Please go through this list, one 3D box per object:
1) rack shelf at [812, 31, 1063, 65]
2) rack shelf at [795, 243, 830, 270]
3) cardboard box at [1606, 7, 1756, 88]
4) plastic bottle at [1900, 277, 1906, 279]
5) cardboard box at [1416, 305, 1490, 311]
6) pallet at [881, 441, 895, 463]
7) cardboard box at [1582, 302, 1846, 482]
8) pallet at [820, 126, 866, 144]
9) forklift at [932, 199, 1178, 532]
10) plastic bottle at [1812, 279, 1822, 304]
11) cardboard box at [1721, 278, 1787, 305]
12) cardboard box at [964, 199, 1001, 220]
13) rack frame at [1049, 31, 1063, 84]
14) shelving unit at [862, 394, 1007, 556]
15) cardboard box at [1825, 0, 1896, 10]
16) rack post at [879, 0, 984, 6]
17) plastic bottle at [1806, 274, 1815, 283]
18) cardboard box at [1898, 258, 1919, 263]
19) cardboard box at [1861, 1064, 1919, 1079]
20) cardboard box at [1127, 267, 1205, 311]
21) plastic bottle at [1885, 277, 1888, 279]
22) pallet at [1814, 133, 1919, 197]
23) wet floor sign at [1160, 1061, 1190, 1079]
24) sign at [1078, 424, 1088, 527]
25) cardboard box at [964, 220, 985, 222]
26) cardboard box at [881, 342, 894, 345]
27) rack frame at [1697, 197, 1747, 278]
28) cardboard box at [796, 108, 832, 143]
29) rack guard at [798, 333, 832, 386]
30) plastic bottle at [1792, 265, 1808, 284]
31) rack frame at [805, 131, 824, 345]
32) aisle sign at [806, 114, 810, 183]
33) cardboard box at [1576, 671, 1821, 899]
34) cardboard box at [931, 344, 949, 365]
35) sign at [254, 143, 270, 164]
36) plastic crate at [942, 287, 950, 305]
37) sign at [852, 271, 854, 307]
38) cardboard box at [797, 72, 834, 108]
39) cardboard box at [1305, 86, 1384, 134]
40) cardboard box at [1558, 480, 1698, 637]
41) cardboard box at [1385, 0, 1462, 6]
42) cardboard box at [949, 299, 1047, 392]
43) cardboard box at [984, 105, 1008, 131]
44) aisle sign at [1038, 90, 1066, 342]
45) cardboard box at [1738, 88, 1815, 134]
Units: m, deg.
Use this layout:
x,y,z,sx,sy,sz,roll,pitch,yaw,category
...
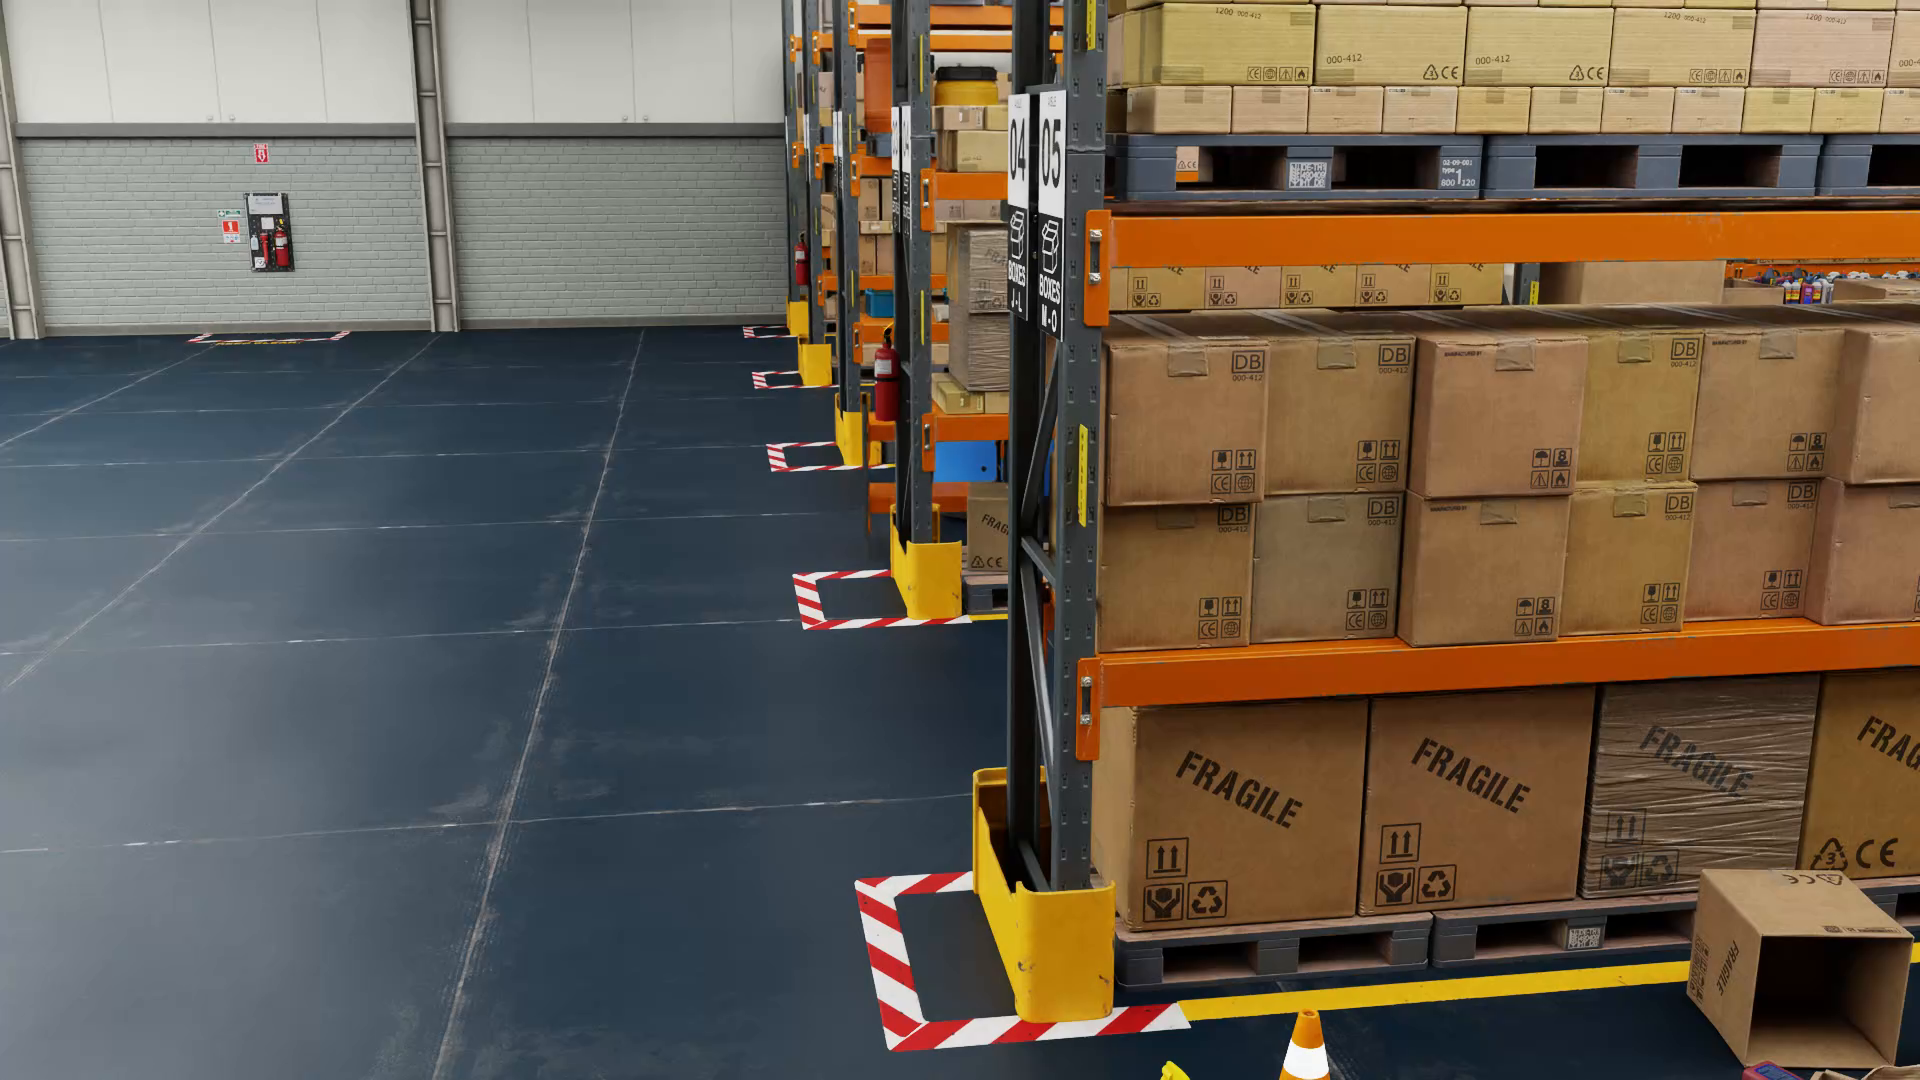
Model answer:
x,y,z,sx,sy,sz,roll,pitch,yaw,category
0.192,-5.906,20.073,4.000,0.370,1.077,-2,14,-8,rack shelf
-0.549,-4.381,25.505,4.000,0.370,1.077,-2,14,-8,rack shelf
2.338,-1.676,5.701,0.500,0.250,0.500,-2,14,-9,cardboard box
9.614,-2.526,16.883,0.135,0.276,0.152,-2,14,-8,plastic bottle
3.188,-1.420,11.400,0.500,0.500,0.875,-2,14,-8,cardboard box
-0.179,-0.965,16.134,1.213,0.211,1.003,-2,14,-8,pallet
2.830,-0.589,6.375,0.550,0.550,0.875,-2,14,-8,cardboard box
-1.082,-4.898,20.101,1.213,0.211,1.003,-2,14,-8,pallet
1.085,-1.782,13.801,1.130,2.935,3.031,11,18,38,forklift
8.597,-2.480,16.708,0.097,0.271,0.097,0,14,0,plastic bottle
5.343,-1.567,11.729,0.637,0.503,0.797,-1,14,-3,cardboard box
0.243,-4.217,20.498,0.500,0.500,0.700,-2,14,-8,cardboard box
1.428,-7.713,24.977,0.127,3.000,1.000,-2,14,-8,rack frame
-0.194,-0.500,12.404,1.048,1.125,0.538,-1,14,-4,shelving unit
2.965,-1.877,5.682,0.250,0.149,0.380,-2,14,-8,cardboard box
-0.285,-4.939,14.945,0.954,0.300,0.937,-1,14,-2,rack post
8.866,-2.641,17.350,0.097,0.271,0.097,0,14,0,plastic bottle
12.627,-3.977,22.207,0.500,0.500,0.500,-2,14,-8,cardboard box
2.856,1.800,5.000,0.258,0.266,0.396,0,14,1,cardboard box
1.261,-1.751,10.663,0.500,0.500,0.500,-2,14,-8,cardboard box
9.443,-2.548,16.981,0.097,0.271,0.097,0,14,0,plastic bottle
3.471,-1.417,6.220,1.213,0.211,1.003,-2,14,-8,pallet
0.592,1.733,4.487,0.232,0.644,0.267,-5,15,-18,wet floor sign
0.403,-0.211,5.456,0.005,0.325,0.100,-2,14,-8,sign
0.155,-3.848,20.358,0.250,0.149,0.380,-2,14,-8,cardboard box
-0.728,-2.685,20.508,0.500,0.500,0.500,-2,14,-8,cardboard box
10.081,-3.901,22.112,0.127,3.000,1.000,-2,14,-8,rack frame
-2.159,-6.123,24.558,0.500,0.500,0.500,-2,14,-7,cardboard box
-1.809,-2.253,20.679,0.348,0.500,1.175,-2,14,-8,rack guard
8.805,-2.707,17.450,0.185,0.351,0.144,-2,14,-8,plastic bottle
-1.785,-3.467,20.378,0.127,3.000,1.000,-2,14,-8,rack frame
-1.805,-4.651,19.758,0.004,0.787,0.394,-2,14,-8,aisle sign
2.758,0.835,6.732,0.875,0.875,0.875,-2,14,-8,cardboard box
-0.233,-2.339,20.673,0.500,0.250,0.500,-2,14,-8,cardboard box
-10.369,-5.742,24.684,0.199,0.298,0.001,-2,14,-8,sign
0.042,-2.315,16.092,0.408,0.251,0.499,-2,14,-8,plastic crate
-0.973,-2.277,15.065,0.005,0.325,0.100,-2,14,-8,sign
-2.110,-6.612,24.450,0.500,0.500,0.500,-3,14,-12,cardboard box
1.212,-1.426,5.522,0.250,0.149,0.380,-2,14,-8,cardboard box
2.317,-0.028,6.360,0.500,0.550,0.875,-2,14,-8,cardboard box
1.454,-1.822,5.461,0.250,0.149,0.380,-2,14,-8,cardboard box
0.235,-1.290,10.881,0.500,0.500,0.875,-2,14,-8,cardboard box
0.264,-2.600,10.243,0.250,0.149,0.380,-2,14,-7,cardboard box
0.300,-1.073,5.490,0.004,0.787,0.394,-2,14,-8,aisle sign
2.709,-1.480,5.739,0.250,0.149,0.380,-2,14,-9,cardboard box
